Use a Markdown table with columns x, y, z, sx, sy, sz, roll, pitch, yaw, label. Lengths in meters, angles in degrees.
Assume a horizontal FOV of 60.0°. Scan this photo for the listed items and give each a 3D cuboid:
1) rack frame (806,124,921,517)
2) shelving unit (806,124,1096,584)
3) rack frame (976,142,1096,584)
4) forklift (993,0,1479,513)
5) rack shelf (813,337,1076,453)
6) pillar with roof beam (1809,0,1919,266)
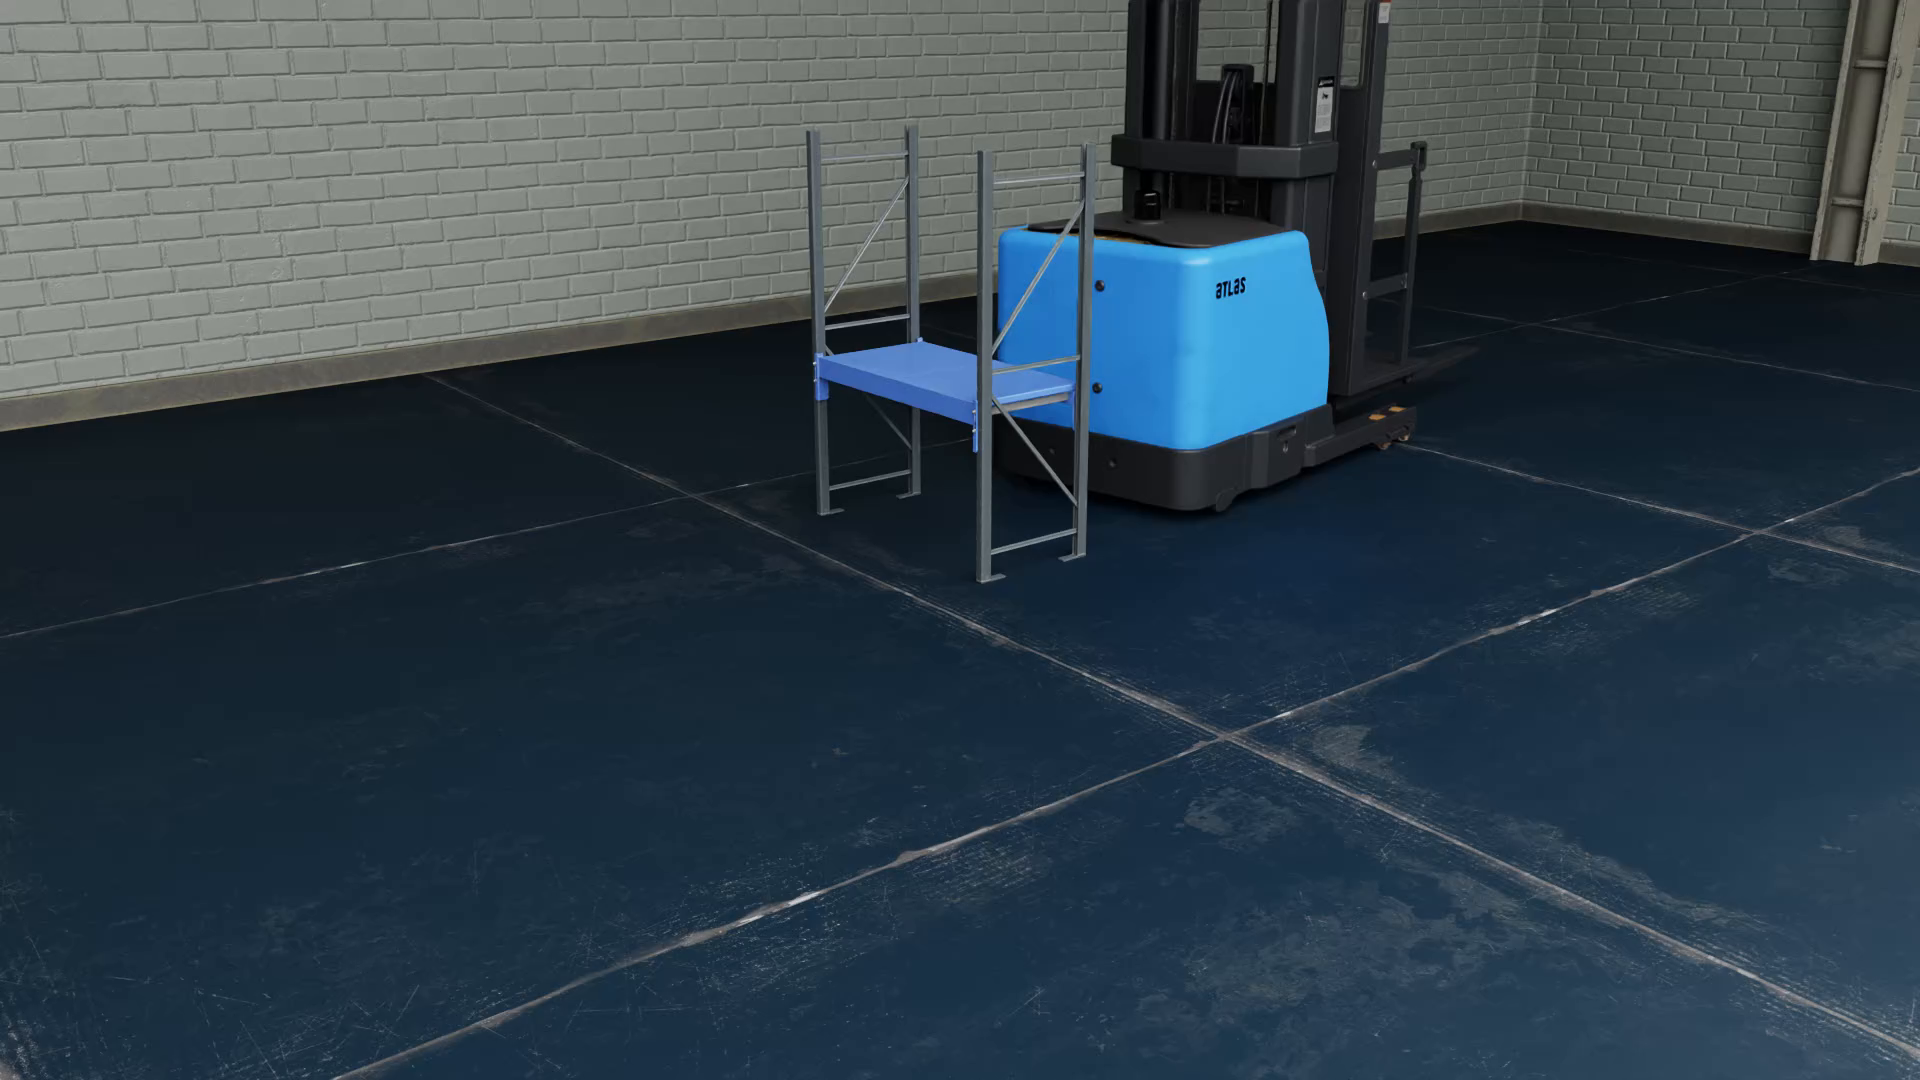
| x | y | z | sx | sy | sz | roll | pitch | yaw | label |
| --- | --- | --- | --- | --- | --- | --- | --- | --- | --- |
| -0.369 | -0.858 | 6.568 | 0.500 | 1.500 | 0.032 | -14 | 23 | -36 | rack frame |
| -0.053 | -0.733 | 6.190 | 0.538 | 1.500 | 1.048 | -14 | 23 | -36 | shelving unit |
| 0.263 | -0.608 | 5.812 | 0.500 | 1.500 | 0.032 | -14 | 23 | -36 | rack frame |
| 1.479 | -1.892 | 7.413 | 1.130 | 2.935 | 3.031 | 15 | 24 | 38 | forklift |
| -0.053 | -0.562 | 6.247 | 0.538 | 0.185 | 1.000 | -14 | 23 | -36 | rack shelf |
| 3.492 | -5.602 | 8.966 | 9.100 | 9.000 | 0.400 | -14 | 23 | -36 | pillar with roof beam |
